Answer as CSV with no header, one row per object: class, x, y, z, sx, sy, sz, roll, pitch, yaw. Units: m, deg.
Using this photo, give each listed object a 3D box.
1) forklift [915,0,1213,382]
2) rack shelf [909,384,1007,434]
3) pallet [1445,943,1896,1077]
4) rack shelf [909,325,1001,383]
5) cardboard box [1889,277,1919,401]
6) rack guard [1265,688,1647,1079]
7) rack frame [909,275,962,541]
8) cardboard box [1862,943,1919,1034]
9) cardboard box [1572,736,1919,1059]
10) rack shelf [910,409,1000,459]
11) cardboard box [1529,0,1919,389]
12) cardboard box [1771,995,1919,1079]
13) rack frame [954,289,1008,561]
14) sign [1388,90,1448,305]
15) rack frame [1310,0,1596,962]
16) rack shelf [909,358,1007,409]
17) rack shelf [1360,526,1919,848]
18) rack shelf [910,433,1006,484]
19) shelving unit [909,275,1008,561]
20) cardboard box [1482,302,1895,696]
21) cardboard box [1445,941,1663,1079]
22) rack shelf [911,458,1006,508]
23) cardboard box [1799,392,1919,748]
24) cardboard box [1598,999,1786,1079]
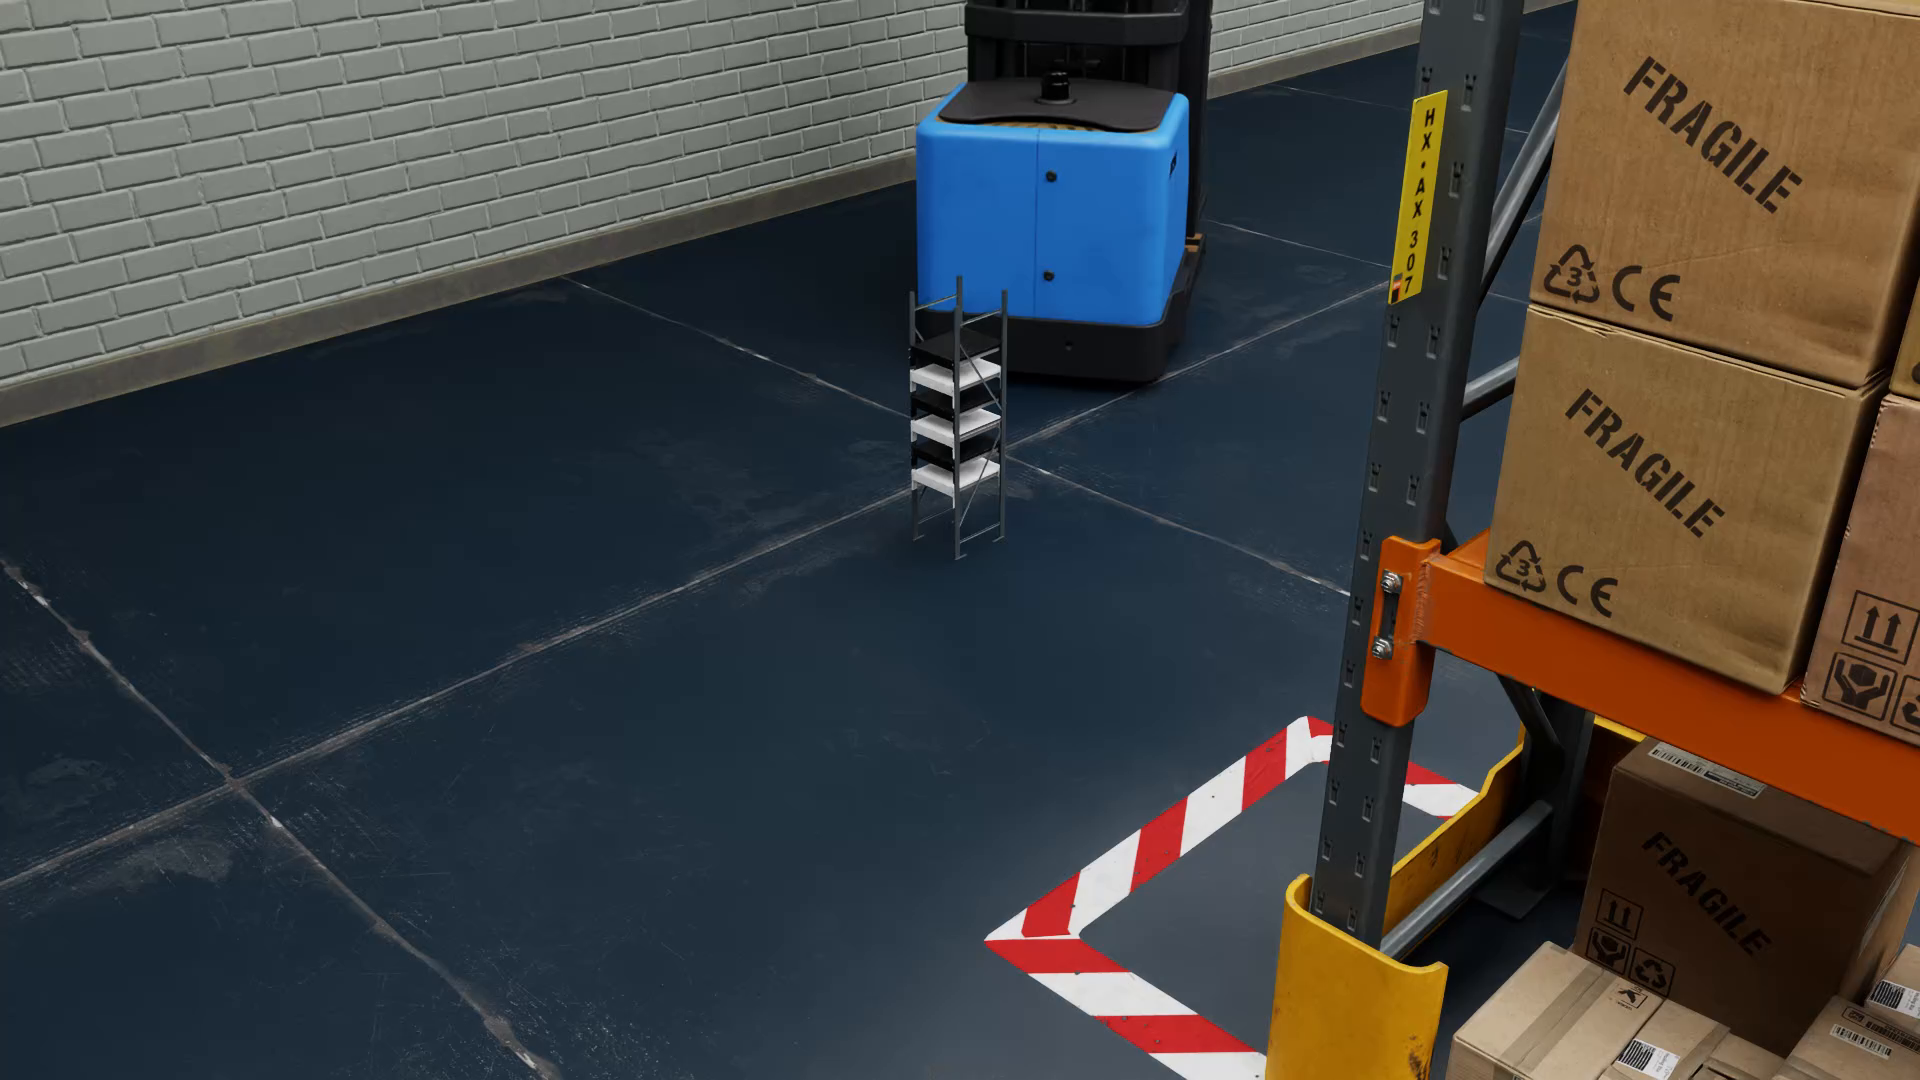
forklift,0.628,-2.614,7.571,1.130,2.935,3.031,6,28,11
rack shelf,-0.006,-0.451,5.519,0.200,0.077,0.258,25,36,38
pallet,1.725,1.186,3.269,1.213,0.211,1.003,25,36,38
rack shelf,-0.006,-0.610,5.435,0.200,0.077,0.258,25,36,38
cardboard box,1.611,-0.420,2.143,0.500,0.500,0.500,-25,37,-39
rack guard,1.156,0.798,3.695,0.348,0.500,1.175,25,36,38
rack frame,-0.078,-0.434,5.609,0.006,0.900,0.240,25,36,38
cardboard box,1.888,0.984,3.228,0.250,0.166,0.380,25,36,38
cardboard box,1.662,0.674,3.458,0.500,0.500,0.500,25,36,38
rack shelf,-0.006,-0.371,5.561,0.200,0.077,0.258,25,36,38
cardboard box,1.233,-0.588,2.463,0.500,0.500,0.500,-24,36,-38
cardboard box,1.647,1.124,2.872,0.500,0.250,0.500,25,36,38
rack frame,0.067,-0.368,5.483,0.006,0.900,0.240,25,36,38
sign,0.722,-0.536,2.617,0.005,0.325,0.100,25,36,38
rack frame,1.102,-0.333,3.161,0.127,3.000,1.000,25,36,38
rack shelf,-0.006,-0.531,5.477,0.200,0.077,0.258,25,36,38
rack shelf,2.528,0.638,2.087,4.000,0.370,1.077,25,36,38
rack shelf,-0.006,-0.292,5.603,0.200,0.077,0.258,25,36,38
shelving unit,-0.006,-0.401,5.546,0.210,0.900,0.258,25,36,38
cardboard box,1.233,-0.145,2.696,0.500,0.500,0.500,-24,36,-38
cardboard box,1.159,0.985,3.245,0.250,0.149,0.380,25,36,38
rack shelf,-0.006,-0.212,5.645,0.200,0.077,0.258,25,36,38
cardboard box,1.605,0.021,2.379,0.500,0.500,0.500,24,36,38
cardboard box,1.338,1.058,3.086,0.250,0.166,0.380,25,36,38
